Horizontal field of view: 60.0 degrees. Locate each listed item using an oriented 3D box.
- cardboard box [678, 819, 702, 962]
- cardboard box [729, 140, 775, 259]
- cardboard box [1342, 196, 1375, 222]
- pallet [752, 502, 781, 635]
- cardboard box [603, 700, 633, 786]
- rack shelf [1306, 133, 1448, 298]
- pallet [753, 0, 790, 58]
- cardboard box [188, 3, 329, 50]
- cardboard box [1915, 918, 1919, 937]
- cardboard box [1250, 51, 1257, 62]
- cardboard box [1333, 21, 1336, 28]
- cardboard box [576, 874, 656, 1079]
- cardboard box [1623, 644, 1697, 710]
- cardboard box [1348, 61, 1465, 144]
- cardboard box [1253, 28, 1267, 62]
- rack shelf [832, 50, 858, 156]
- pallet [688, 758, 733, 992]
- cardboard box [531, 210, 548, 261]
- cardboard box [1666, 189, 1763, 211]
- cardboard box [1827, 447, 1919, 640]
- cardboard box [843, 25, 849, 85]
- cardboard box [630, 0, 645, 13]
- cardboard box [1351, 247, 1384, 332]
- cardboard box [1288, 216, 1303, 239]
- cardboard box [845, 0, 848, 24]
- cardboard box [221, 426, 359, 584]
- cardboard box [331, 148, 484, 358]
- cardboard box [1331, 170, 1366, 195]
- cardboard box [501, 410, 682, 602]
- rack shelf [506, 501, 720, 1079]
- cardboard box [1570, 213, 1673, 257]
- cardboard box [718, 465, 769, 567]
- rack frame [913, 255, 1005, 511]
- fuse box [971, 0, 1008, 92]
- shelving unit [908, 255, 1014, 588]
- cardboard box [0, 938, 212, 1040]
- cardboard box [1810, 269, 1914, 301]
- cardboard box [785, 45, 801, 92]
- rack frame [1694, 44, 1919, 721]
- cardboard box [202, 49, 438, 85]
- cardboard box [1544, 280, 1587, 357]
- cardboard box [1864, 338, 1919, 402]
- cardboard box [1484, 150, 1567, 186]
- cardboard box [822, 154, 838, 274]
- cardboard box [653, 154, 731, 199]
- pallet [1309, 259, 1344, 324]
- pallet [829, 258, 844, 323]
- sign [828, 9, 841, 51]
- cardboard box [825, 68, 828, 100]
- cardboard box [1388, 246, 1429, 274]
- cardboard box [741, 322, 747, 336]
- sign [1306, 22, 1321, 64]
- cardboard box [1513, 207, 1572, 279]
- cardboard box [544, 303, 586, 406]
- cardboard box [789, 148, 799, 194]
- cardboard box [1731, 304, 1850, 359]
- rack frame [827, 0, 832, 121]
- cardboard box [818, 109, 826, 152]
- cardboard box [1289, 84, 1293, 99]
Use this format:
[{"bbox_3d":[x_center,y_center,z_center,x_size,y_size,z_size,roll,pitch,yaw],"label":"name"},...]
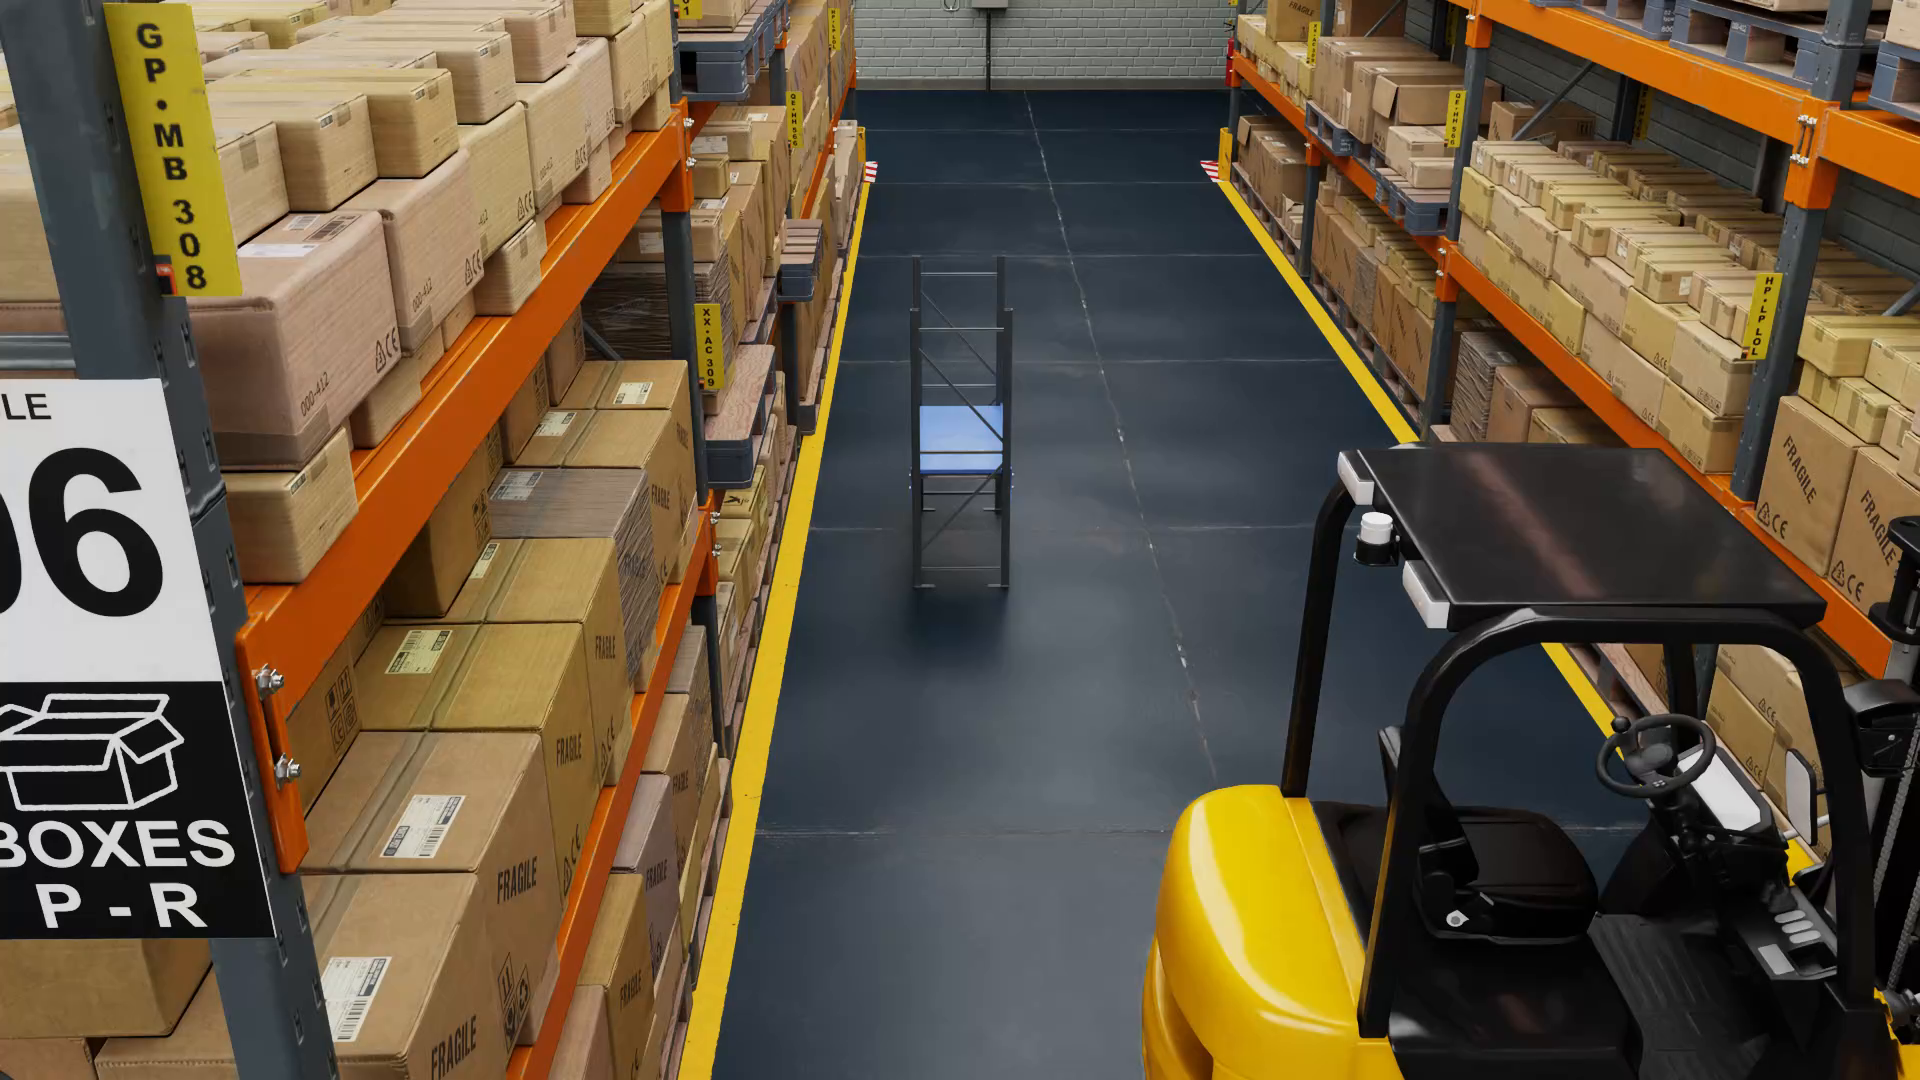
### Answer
[{"bbox_3d":[-1.178,1.211,5.760,0.500,0.250,0.500,-1,24,-2],"label":"cardboard box"},{"bbox_3d":[-1.207,-1.726,8.435,0.500,0.500,0.500,-2,24,-4],"label":"cardboard box"},{"bbox_3d":[3.239,-2.613,13.123,0.380,0.149,0.250,-1,24,-3],"label":"cardboard box"},{"bbox_3d":[-1.495,0.133,8.700,1.003,0.211,1.213,0,24,-1],"label":"pallet"},{"bbox_3d":[-1.135,0.563,4.670,0.380,0.149,0.250,0,24,0],"label":"cardboard box"},{"bbox_3d":[3.429,-2.481,11.969,1.077,0.370,4.000,0,24,-1],"label":"rack shelf"},{"bbox_3d":[-1.384,-2.276,7.230,1.213,0.211,1.003,0,24,-1],"label":"pallet"},{"bbox_3d":[-1.693,-1.157,3.865,0.380,0.149,0.250,0,24,0],"label":"cardboard box"},{"bbox_3d":[3.197,1.321,4.910,0.500,0.250,0.500,0,24,-1],"label":"cardboard box"},{"bbox_3d":[3.141,-4.926,16.806,0.380,0.149,0.250,0,24,1],"label":"cardboard box"},{"bbox_3d":[3.638,-4.948,16.371,0.500,0.250,0.500,0,24,0],"label":"cardboard box"},{"bbox_3d":[-1.166,1.290,4.675,0.500,0.500,0.500,0,24,0],"label":"cardboard box"},{"bbox_3d":[3.477,0.339,7.232,0.875,0.625,0.625,1,24,2],"label":"cardboard box"},{"bbox_3d":[3.203,-3.133,11.906,0.700,0.500,0.500,0,24,-1],"label":"cardboard box"},{"bbox_3d":[3.113,-4.744,15.920,0.500,0.250,0.500,-1,24,-2],"label":"cardboard box"},{"bbox_3d":[-1.578,-4.106,15.561,1.077,0.370,4.000,0,24,-1],"label":"rack shelf"},{"bbox_3d":[-1.427,1.234,6.265,1.003,0.211,1.213,0,24,-1],"label":"pallet"},{"bbox_3d":[-1.166,-0.696,3.813,0.380,0.149,0.250,-1,24,-2],"label":"cardboard box"},{"bbox_3d":[3.796,-1.667,8.388,0.380,0.149,0.250,-1,24,-1],"label":"cardboard box"},{"bbox_3d":[3.260,0.016,5.452,0.500,0.500,0.500,0,24,0],"label":"cardboard box"},{"bbox_3d":[-1.306,-4.474,15.381,0.500,0.500,0.500,0,24,1],"label":"cardboard box"},{"bbox_3d":[-1.168,-1.692,5.048,0.380,0.149,0.250,-1,24,-2],"label":"cardboard box"},{"bbox_3d":[3.203,-1.846,12.216,0.500,0.500,0.500,-1,24,-2],"label":"cardboard box"},{"bbox_3d":[3.107,-2.754,14.649,0.380,0.149,0.250,-1,24,-2],"label":"cardboard box"},{"bbox_3d":[-1.320,-5.142,15.645,0.500,0.500,0.500,0,24,-1],"label":"cardboard box"},{"bbox_3d":[-1.105,-0.055,2.396,0.380,0.149,0.250,0,24,-1],"label":"cardboard box"},{"bbox_3d":[-1.161,-0.514,2.928,0.500,0.250,0.500,-1,24,-1],"label":"cardboard box"},{"bbox_3d":[3.195,-2.861,13.311,0.380,0.149,0.250,-1,24,-3],"label":"cardboard box"},{"bbox_3d":[-1.203,-0.100,5.348,0.500,0.500,0.500,1,24,1],"label":"cardboard box"},{"bbox_3d":[-1.447,0.839,4.628,1.077,0.370,4.000,0,24,-1],"label":"rack shelf"},{"bbox_3d":[3.144,-1.453,7.914,0.380,0.149,0.250,-1,24,-2],"label":"cardboard box"},{"bbox_3d":[-1.498,-0.106,8.523,0.950,0.372,0.625,1,24,1],"label":"cardboard box"},{"bbox_3d":[-0.005,-0.858,9.326,0.500,1.500,0.032,0,24,-1],"label":"rack frame"},{"bbox_3d":[0.417,-6.943,22.525,0.539,1.711,0.414,0,24,-1],"label":"fuse box"},{"bbox_3d":[0.001,-0.648,8.863,0.538,1.500,1.048,0,24,-1],"label":"shelving unit"},{"bbox_3d":[-1.650,0.489,2.832,0.700,0.500,0.500,-1,24,-2],"label":"cardboard box"},{"bbox_3d":[3.752,-1.037,6.995,0.380,0.149,0.250,0,24,-1],"label":"cardboard box"},{"bbox_3d":[-1.289,-2.871,10.623,0.500,0.500,0.500,0,24,0],"label":"cardboard box"},{"bbox_3d":[3.494,-0.337,6.354,1.000,3.000,0.127,0,24,-1],"label":"rack frame"},{"bbox_3d":[-1.212,-0.840,3.164,0.380,0.149,0.250,0,24,-1],"label":"cardboard box"},{"bbox_3d":[3.228,-1.099,8.223,0.500,0.250,0.500,1,24,1],"label":"cardboard box"},{"bbox_3d":[3.312,-0.573,5.608,0.380,0.149,0.250,0,24,0],"label":"cardboard box"},{"bbox_3d":[3.164,-2.083,9.308,0.380,0.149,0.250,0,24,1],"label":"cardboard box"},{"bbox_3d":[-1.470,-2.577,13.377,0.875,0.875,0.875,0,24,1],"label":"cardboard box"},{"bbox_3d":[-1.236,-1.623,7.420,0.380,0.149,0.250,1,24,2],"label":"cardboard box"},{"bbox_3d":[3.453,-2.027,13.477,1.003,0.211,1.213,0,24,-1],"label":"pallet"},{"bbox_3d":[-1.473,-2.021,13.463,1.003,0.211,1.213,0,24,-1],"label":"pallet"},{"bbox_3d":[-1.014,-4.107,13.382,0.100,0.325,0.005,0,24,-1],"label":"sign"},{"bbox_3d":[-1.309,-3.588,13.119,0.500,0.250,0.500,0,24,-1],"label":"cardboard box"},{"bbox_3d":[3.238,-1.968,11.698,0.380,0.149,0.250,-1,24,-1],"label":"cardboard box"},{"bbox_3d":[-1.195,-1.046,7.718,0.380,0.149,0.250,0,24,0],"label":"cardboard box"},{"bbox_3d":[2.864,-4.022,13.452,0.100,0.325,0.005,0,24,-1],"label":"sign"},{"bbox_3d":[3.203,-1.538,8.587,0.500,0.250,0.500,-1,24,-2],"label":"cardboard box"},{"bbox_3d":[-1.681,-0.767,5.610,0.700,0.500,0.500,-1,24,-1],"label":"cardboard box"},{"bbox_3d":[-1.271,-2.330,10.338,0.500,0.250,0.500,0,24,-1],"label":"cardboard box"},{"bbox_3d":[3.268,-0.817,6.509,0.380,0.149,0.250,1,24,1],"label":"cardboard box"},{"bbox_3d":[-1.557,-3.609,13.590,1.000,3.000,0.127,0,24,-1],"label":"rack frame"},{"bbox_3d":[-1.295,-3.147,12.751,0.500,0.250,0.500,-1,24,-1],"label":"cardboard box"},{"bbox_3d":[3.123,-3.971,14.695,0.380,0.149,0.250,0,24,1],"label":"cardboard box"}]
